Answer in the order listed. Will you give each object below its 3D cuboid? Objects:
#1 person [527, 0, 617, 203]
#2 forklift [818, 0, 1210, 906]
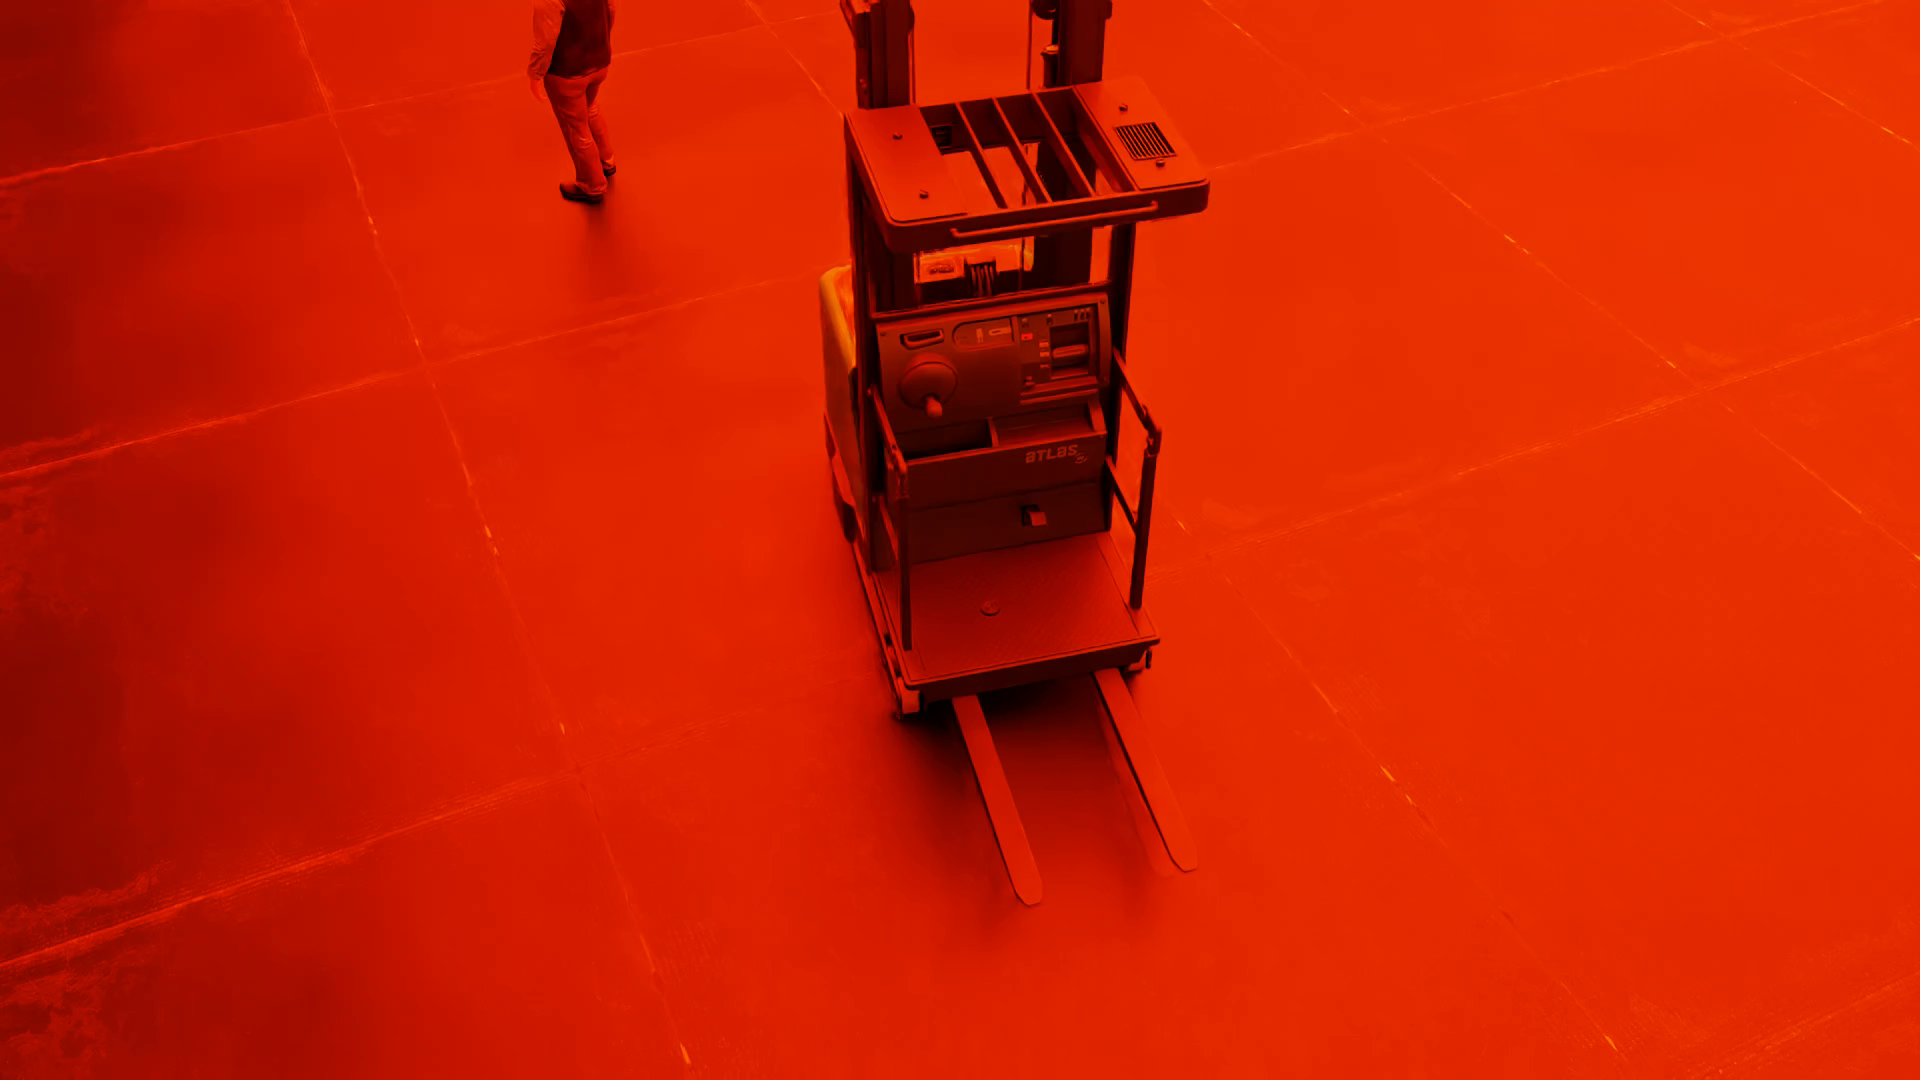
[{"bbox_3d":[-2.237,-2.721,9.473,0.579,1.717,0.633,25,48,24],"label":"person"},{"bbox_3d":[0.193,-0.630,6.355,1.130,2.935,3.031,-10,44,-10],"label":"forklift"}]
